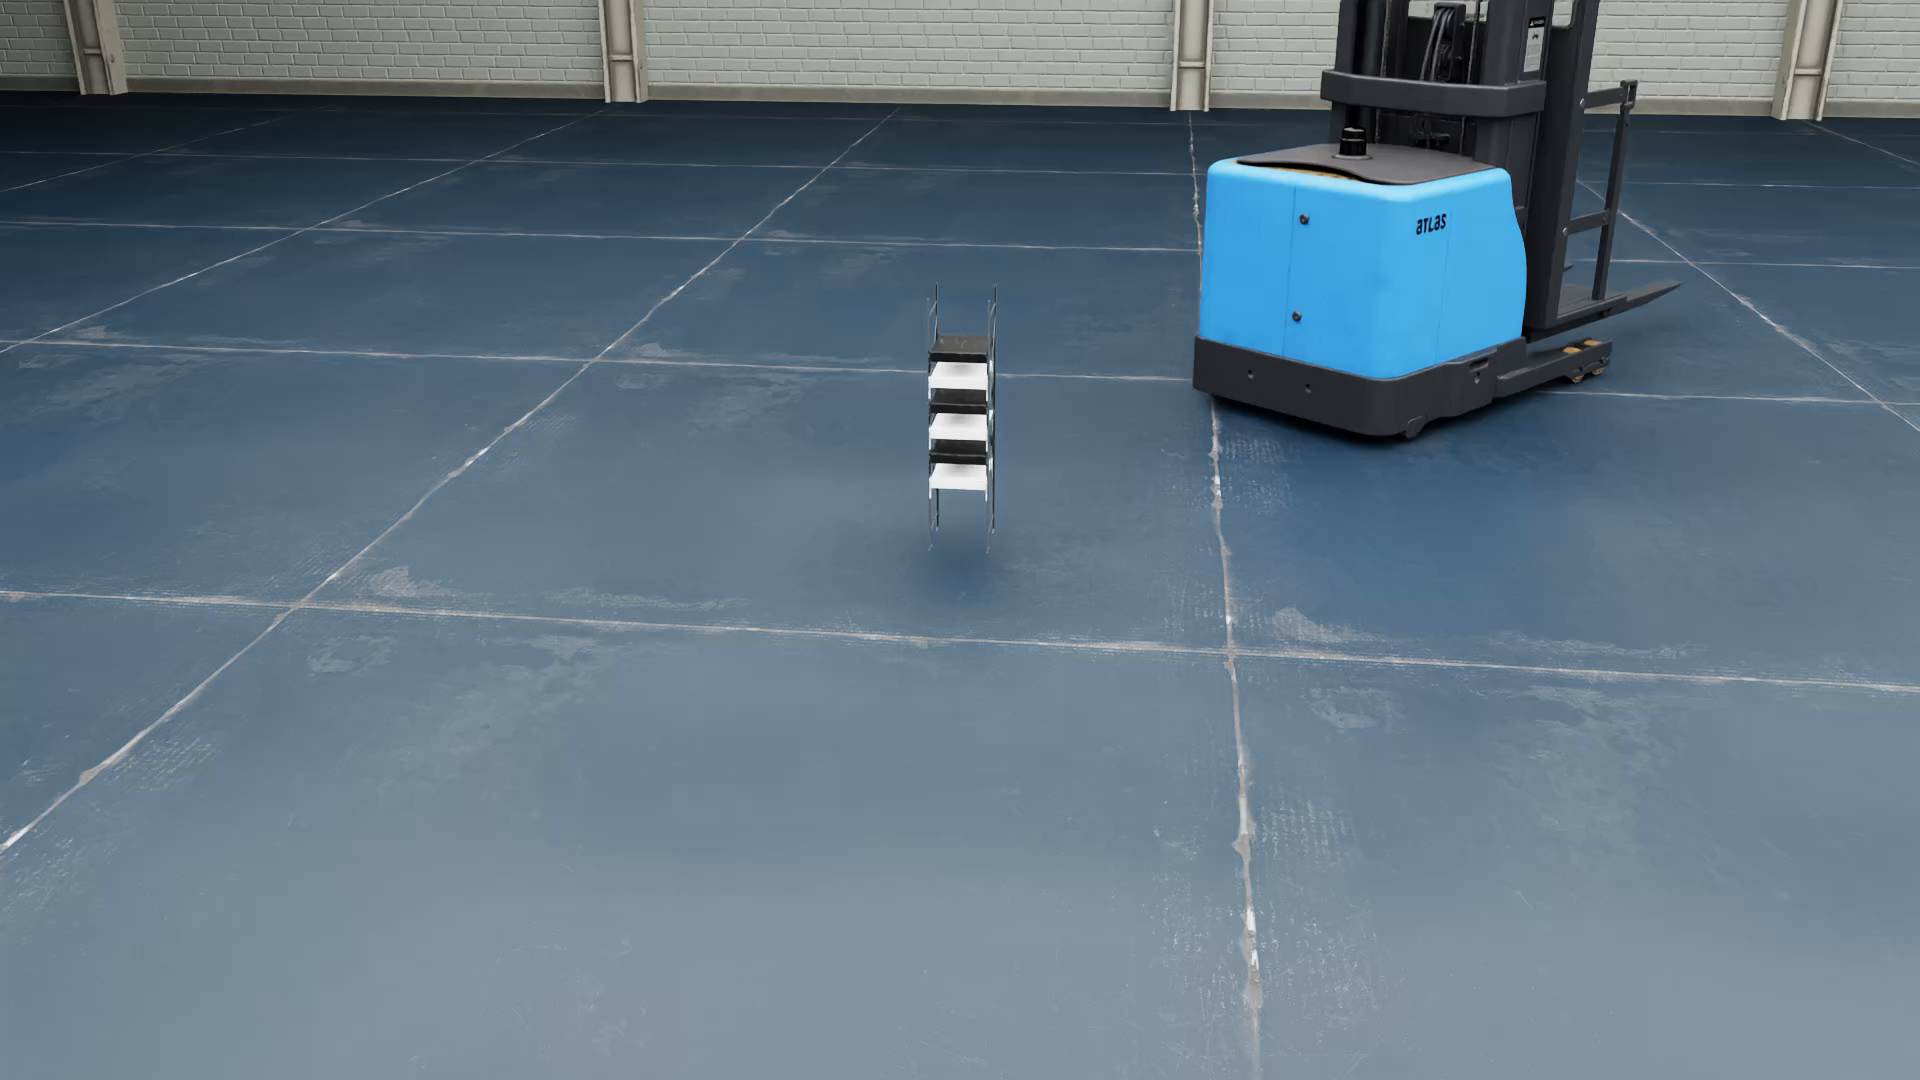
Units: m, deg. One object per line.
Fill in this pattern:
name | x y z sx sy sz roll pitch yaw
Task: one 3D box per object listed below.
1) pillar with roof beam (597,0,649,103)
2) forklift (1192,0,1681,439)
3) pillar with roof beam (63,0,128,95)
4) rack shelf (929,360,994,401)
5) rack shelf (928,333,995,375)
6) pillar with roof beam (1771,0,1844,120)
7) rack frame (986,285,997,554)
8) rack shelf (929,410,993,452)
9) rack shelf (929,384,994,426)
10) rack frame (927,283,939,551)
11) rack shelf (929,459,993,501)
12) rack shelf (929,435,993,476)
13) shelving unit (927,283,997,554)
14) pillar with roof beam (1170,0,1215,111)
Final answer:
pillar with roof beam | -4.087 -7.341 12.269 0.400 9.000 9.100 2 22 6
forklift | 2.470 -2.225 7.581 3.031 2.935 1.130 -19 28 -39
pillar with roof beam | -10.046 -7.601 12.926 0.400 9.000 9.100 2 22 6
rack shelf | 0.008 -0.555 5.720 0.200 0.077 0.258 2 22 6
rack shelf | 0.008 -0.638 5.686 0.200 0.077 0.258 2 22 6
pillar with roof beam | 7.829 -6.822 10.956 0.400 9.000 9.100 2 22 6
rack frame | 0.109 -0.414 5.762 0.006 0.900 0.240 2 22 6
rack shelf | 0.008 -0.387 5.786 0.200 0.077 0.258 2 22 6
rack shelf | 0.008 -0.471 5.753 0.200 0.077 0.258 2 22 6
rack frame | -0.093 -0.423 5.785 0.006 0.900 0.240 2 22 6
rack shelf | 0.008 -0.220 5.852 0.200 0.077 0.258 2 22 6
rack shelf | 0.008 -0.303 5.819 0.200 0.077 0.258 2 22 6
shelving unit | 0.008 -0.418 5.773 0.210 0.900 0.258 2 22 6
pillar with roof beam | 1.871 -7.082 11.613 0.400 9.000 9.100 2 22 6
